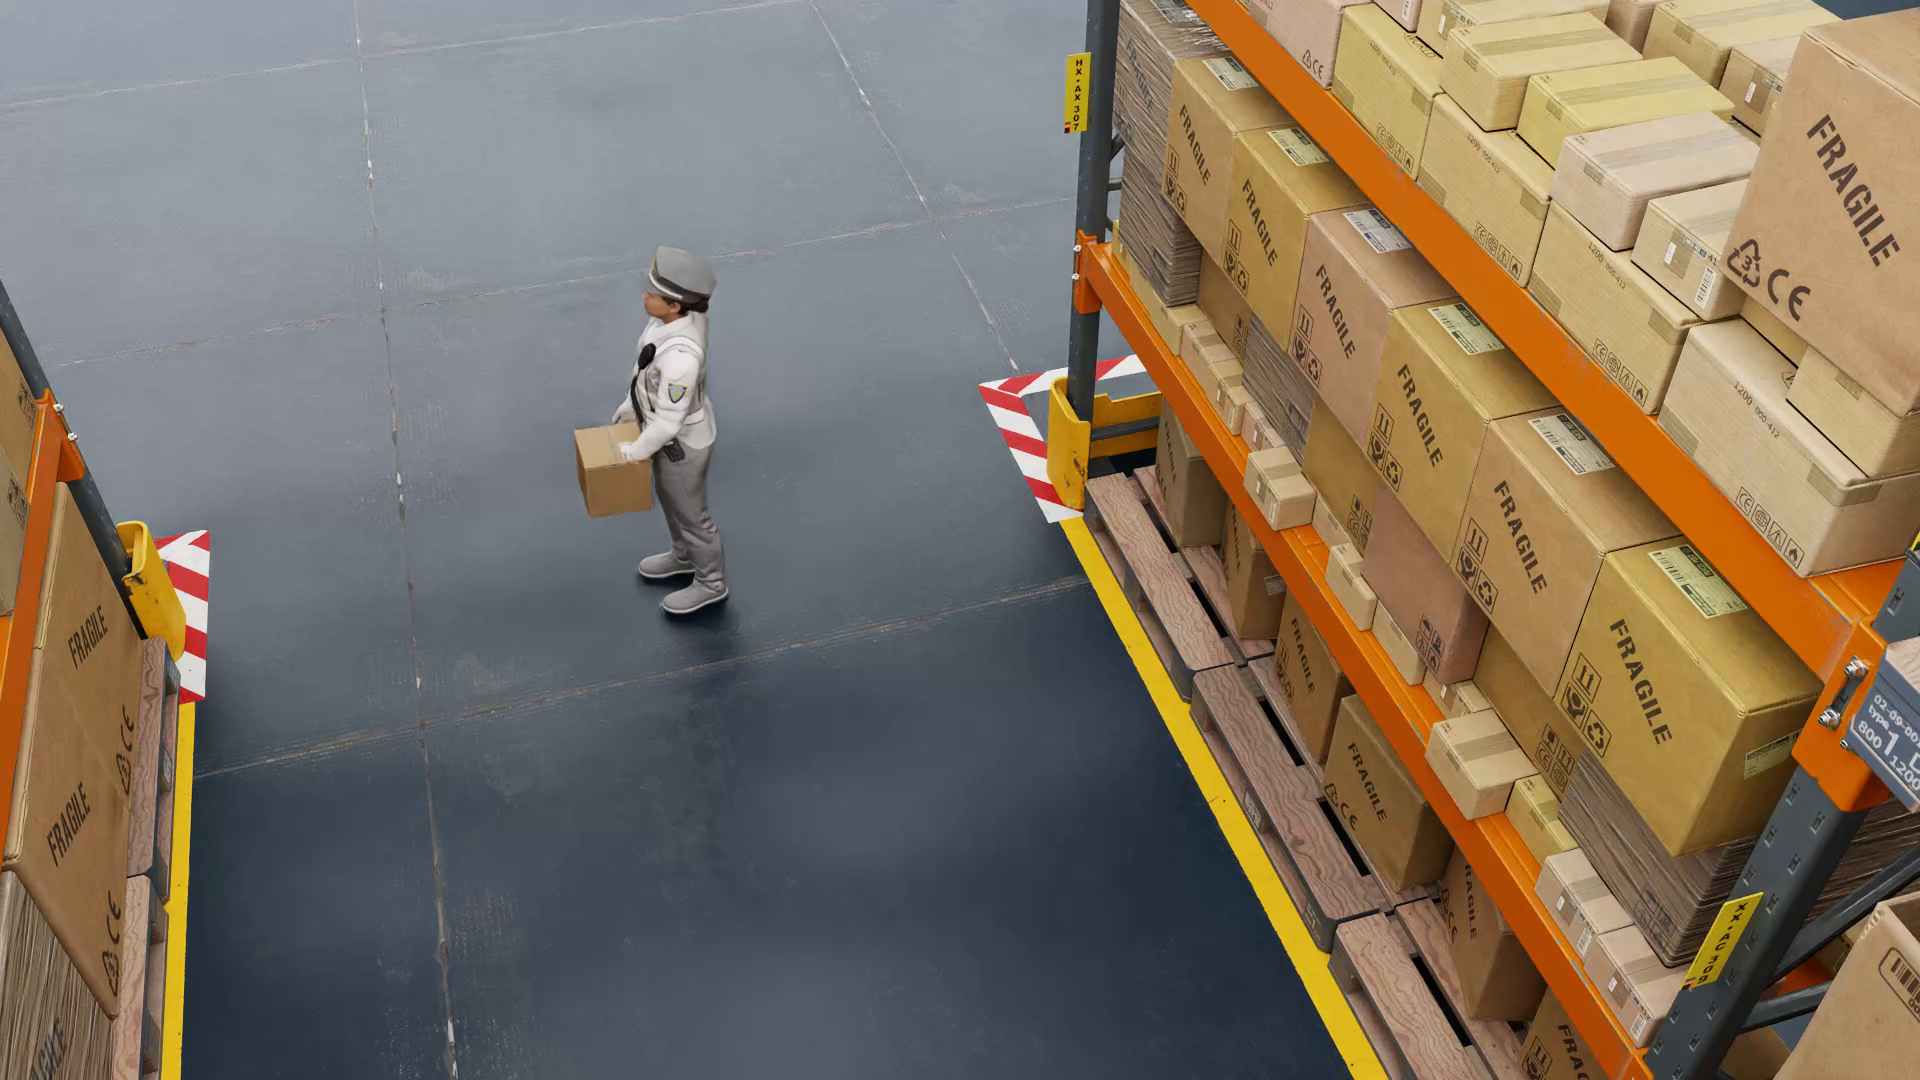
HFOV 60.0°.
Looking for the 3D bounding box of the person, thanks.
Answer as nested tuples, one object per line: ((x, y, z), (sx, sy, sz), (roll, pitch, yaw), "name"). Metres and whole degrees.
((-1.134, -0.402, 6.569), (0.486, 1.701, 0.493), (-5, 43, -6), "person")
